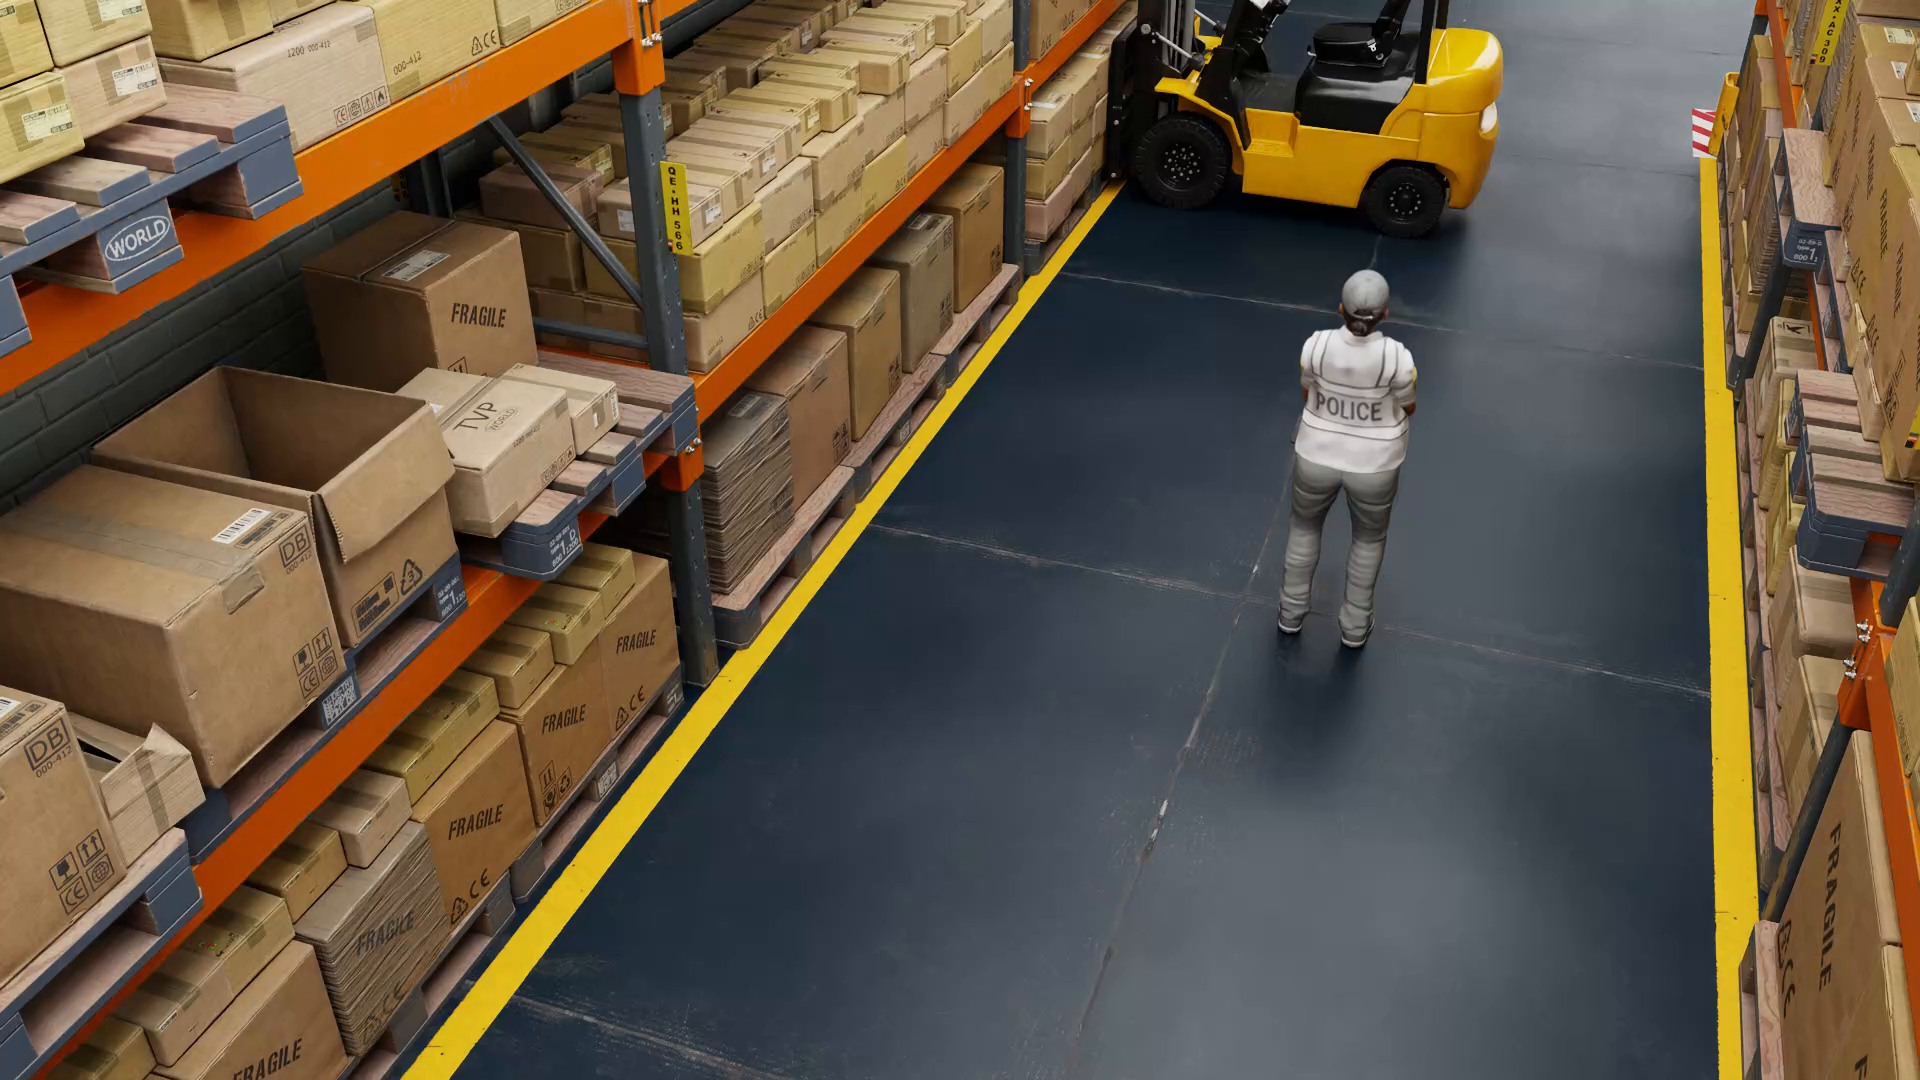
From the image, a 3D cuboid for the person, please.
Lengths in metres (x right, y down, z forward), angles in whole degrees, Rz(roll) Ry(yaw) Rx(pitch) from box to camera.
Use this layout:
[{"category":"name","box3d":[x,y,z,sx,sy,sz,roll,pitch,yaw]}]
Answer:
[{"category":"person","box3d":[1.564,-0.355,6.686,0.453,1.654,0.535,12,35,17]}]
